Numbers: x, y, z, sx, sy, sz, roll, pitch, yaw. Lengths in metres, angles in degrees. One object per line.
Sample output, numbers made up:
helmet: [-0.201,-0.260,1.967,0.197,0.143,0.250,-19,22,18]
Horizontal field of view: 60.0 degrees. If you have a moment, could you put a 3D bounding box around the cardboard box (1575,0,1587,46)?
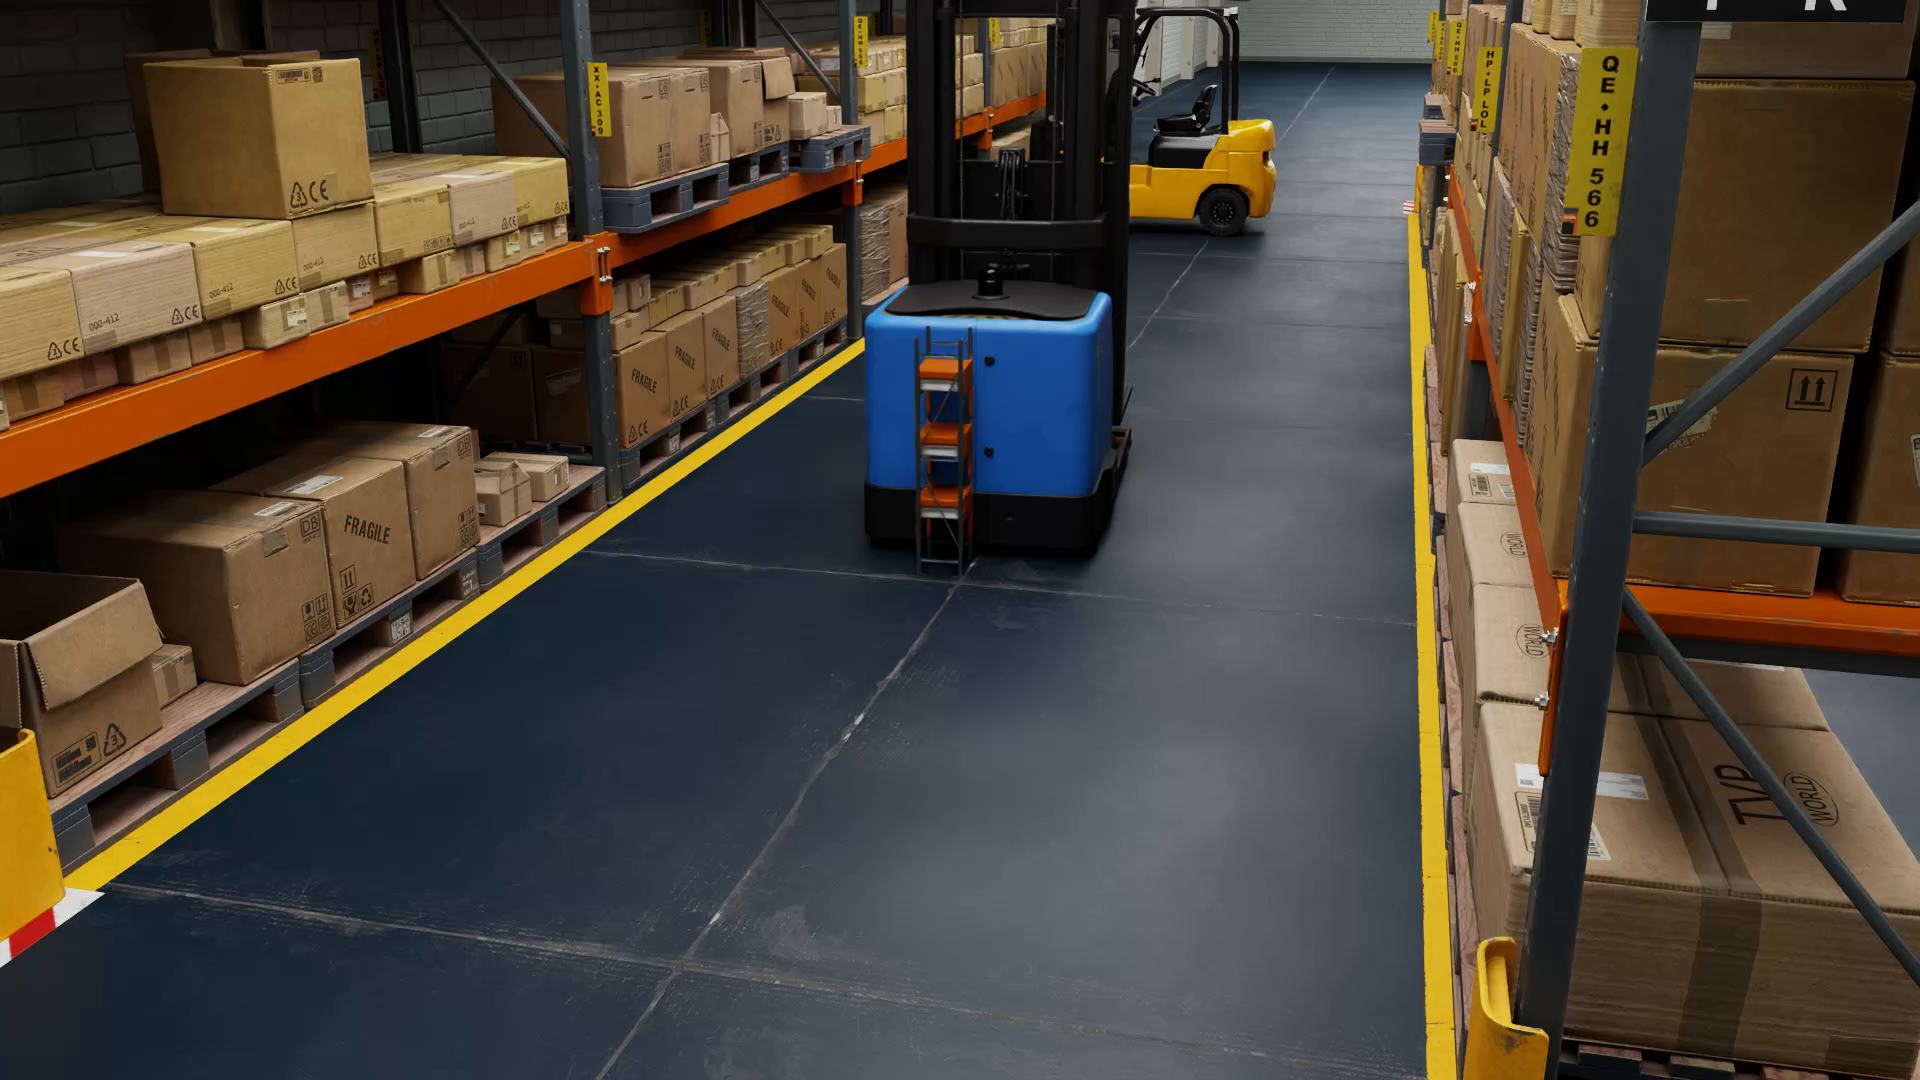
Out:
cardboard box: [1.811,-1.356,4.311,0.380,0.149,0.250,5,20,15]

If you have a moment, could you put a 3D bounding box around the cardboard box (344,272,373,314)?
cardboard box: [-2.405,-0.919,6.127,0.380,0.149,0.250,5,19,13]

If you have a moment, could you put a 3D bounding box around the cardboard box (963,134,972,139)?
cardboard box: [-0.181,-3.848,16.370,0.500,0.250,0.500,4,19,13]

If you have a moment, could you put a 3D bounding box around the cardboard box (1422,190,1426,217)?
cardboard box: [4.850,-3.346,16.447,0.500,0.250,0.500,6,20,17]

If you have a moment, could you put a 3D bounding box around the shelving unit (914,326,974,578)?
shelving unit: [-0.068,-0.377,7.166,0.215,1.050,0.252,3,19,9]

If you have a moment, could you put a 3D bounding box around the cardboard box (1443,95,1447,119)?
cardboard box: [3.602,-3.042,11.693,0.380,0.149,0.250,5,19,14]

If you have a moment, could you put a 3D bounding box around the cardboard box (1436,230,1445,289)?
cardboard box: [4.125,-2.104,12.622,0.950,0.372,0.625,5,20,15]

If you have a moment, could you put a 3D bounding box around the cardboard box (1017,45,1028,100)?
cardboard box: [0.372,-4.637,16.468,0.500,0.500,0.500,4,19,13]

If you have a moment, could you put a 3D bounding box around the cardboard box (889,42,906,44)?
cardboard box: [-0.364,-3.885,13.264,0.380,0.149,0.250,4,19,12]

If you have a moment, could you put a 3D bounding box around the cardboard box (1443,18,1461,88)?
cardboard box: [3.828,-3.547,12.166,0.500,0.500,0.500,4,19,11]

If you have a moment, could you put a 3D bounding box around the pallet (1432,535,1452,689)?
pallet: [2.375,0.302,6.476,1.003,0.211,1.213,5,19,13]

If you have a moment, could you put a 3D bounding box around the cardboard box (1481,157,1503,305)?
cardboard box: [2.268,-1.170,6.319,0.500,0.500,0.500,5,20,15]

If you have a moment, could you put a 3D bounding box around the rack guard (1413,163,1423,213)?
rack guard: [5.550,-3.804,18.051,1.175,0.500,0.348,5,19,13]

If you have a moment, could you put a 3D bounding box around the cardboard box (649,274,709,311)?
cardboard box: [-1.637,-1.391,9.334,0.380,0.149,0.250,5,19,13]

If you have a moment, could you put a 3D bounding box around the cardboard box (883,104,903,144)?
cardboard box: [-0.727,-3.100,12.355,0.500,0.250,0.500,4,19,12]

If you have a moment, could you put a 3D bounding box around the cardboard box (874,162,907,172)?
cardboard box: [-0.340,-3.058,15.025,0.875,0.625,0.625,6,20,16]

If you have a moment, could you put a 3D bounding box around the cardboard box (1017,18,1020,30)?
cardboard box: [0.372,-5.045,16.199,0.380,0.149,0.250,4,19,13]

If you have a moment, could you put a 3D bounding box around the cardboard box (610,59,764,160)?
cardboard box: [-1.524,-2.429,9.353,0.700,0.500,0.500,5,19,13]

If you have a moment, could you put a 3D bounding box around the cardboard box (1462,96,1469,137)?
cardboard box: [3.123,-2.368,9.437,0.500,0.250,0.500,5,20,15]

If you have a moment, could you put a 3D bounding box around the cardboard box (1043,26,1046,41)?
cardboard box: [0.694,-5.302,17.411,0.380,0.149,0.250,4,19,12]

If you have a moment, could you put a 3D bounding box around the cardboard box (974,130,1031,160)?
cardboard box: [0.445,-3.962,16.703,0.500,0.250,0.500,5,20,15]

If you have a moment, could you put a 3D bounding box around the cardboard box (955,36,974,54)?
cardboard box: [-0.091,-4.377,14.705,0.380,0.149,0.250,5,20,15]

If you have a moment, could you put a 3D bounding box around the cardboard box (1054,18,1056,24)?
cardboard box: [0.841,-5.688,18.081,0.380,0.149,0.250,5,19,13]

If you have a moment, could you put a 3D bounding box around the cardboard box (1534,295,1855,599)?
cardboard box: [1.520,-0.215,3.522,0.500,0.500,0.500,5,19,14]

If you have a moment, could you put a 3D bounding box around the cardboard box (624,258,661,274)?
cardboard box: [-2.001,-1.587,9.908,0.380,0.149,0.250,4,19,11]

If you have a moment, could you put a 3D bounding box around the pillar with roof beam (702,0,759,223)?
pillar with roof beam: [2.419,-5.873,10.960,9.100,9.000,0.400,5,19,13]

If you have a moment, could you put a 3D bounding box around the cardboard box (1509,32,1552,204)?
cardboard box: [2.020,-1.322,5.217,0.500,0.500,0.500,5,19,14]

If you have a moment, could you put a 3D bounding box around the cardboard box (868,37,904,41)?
cardboard box: [-0.695,-4.251,14.333,0.380,0.149,0.250,5,19,13]

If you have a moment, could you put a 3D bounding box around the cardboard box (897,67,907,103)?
cardboard box: [-0.586,-3.499,12.749,0.500,0.250,0.500,4,19,12]

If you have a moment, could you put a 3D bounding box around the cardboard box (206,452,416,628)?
cardboard box: [-2.441,-0.009,6.292,0.500,0.500,0.500,5,19,14]

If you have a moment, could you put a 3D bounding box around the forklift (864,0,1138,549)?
forklift: [0.327,-1.784,8.377,1.130,2.935,3.031,3,19,9]

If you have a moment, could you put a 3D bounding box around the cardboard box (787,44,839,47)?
cardboard box: [-1.127,-3.777,12.945,0.380,0.149,0.250,4,19,12]

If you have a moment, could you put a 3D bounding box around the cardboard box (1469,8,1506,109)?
cardboard box: [3.003,-2.571,8.873,0.500,0.500,0.500,5,20,15]

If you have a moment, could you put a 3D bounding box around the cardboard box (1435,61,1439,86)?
cardboard box: [4.821,-4.590,15.870,0.500,0.500,0.500,4,19,12]

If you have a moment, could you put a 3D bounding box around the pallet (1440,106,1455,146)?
pallet: [4.058,-3.036,12.233,1.003,0.211,1.213,5,19,13]

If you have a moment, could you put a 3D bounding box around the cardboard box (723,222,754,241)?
cardboard box: [-1.630,-2.078,11.345,0.380,0.149,0.250,6,20,16]

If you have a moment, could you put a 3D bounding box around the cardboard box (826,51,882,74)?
cardboard box: [-0.773,-3.409,11.869,0.380,0.149,0.250,5,20,15]

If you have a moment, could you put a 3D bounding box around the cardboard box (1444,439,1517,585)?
cardboard box: [2.379,-0.047,6.500,0.875,0.438,0.875,4,19,13]

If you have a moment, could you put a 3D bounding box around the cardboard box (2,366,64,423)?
cardboard box: [-2.791,-0.432,4.702,0.380,0.149,0.250,5,20,15]

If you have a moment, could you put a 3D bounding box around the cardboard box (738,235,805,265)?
cardboard box: [-1.219,-1.875,10.750,0.380,0.149,0.250,4,19,12]

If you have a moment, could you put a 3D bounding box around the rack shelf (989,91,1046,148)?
rack shelf: [0.266,-4.434,17.142,1.077,0.370,4.000,5,19,13]

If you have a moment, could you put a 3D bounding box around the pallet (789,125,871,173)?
pallet: [-1.298,-2.585,10.913,1.213,0.211,1.003,5,19,13]

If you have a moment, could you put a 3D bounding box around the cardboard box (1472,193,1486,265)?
cardboard box: [2.502,-1.339,7.199,0.500,0.250,0.500,4,19,12]

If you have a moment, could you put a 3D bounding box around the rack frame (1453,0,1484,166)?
rack frame: [3.614,-2.503,10.376,1.000,3.000,0.127,5,19,13]

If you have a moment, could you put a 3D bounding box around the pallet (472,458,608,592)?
pallet: [-2.346,-0.105,7.670,1.003,0.211,1.213,5,19,13]

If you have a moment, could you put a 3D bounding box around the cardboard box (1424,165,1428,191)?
cardboard box: [4.844,-3.704,16.335,0.500,0.500,0.500,5,19,14]

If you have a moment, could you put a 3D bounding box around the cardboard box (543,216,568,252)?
cardboard box: [-2.011,-1.402,7.539,0.380,0.149,0.250,5,19,14]

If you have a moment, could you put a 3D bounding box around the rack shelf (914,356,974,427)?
rack shelf: [-0.068,-0.635,7.078,0.215,0.259,0.240,3,19,9]

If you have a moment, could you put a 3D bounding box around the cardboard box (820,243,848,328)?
cardboard box: [-1.095,-1.760,11.418,0.500,0.500,0.500,5,20,15]

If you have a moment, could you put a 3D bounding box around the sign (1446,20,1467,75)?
sign: [3.085,-3.054,10.318,0.100,0.325,0.005,5,19,13]

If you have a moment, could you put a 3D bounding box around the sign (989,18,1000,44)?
sign: [0.306,-4.618,14.900,0.100,0.325,0.005,5,19,13]

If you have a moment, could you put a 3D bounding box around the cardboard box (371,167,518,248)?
cardboard box: [-2.174,-1.373,6.839,0.500,0.250,0.500,5,19,14]

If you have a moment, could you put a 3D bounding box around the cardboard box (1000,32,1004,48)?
cardboard box: [0.208,-4.746,15.785,0.380,0.149,0.250,5,19,13]

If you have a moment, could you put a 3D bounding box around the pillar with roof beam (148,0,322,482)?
pillar with roof beam: [0.953,-3.992,5.454,9.100,9.000,0.400,5,19,13]

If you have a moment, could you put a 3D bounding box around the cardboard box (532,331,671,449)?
cardboard box: [-1.841,-0.790,8.577,0.500,0.500,0.500,6,20,16]

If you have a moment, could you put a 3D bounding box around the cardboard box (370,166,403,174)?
cardboard box: [-2.676,-1.419,6.972,0.500,0.250,0.500,4,19,13]

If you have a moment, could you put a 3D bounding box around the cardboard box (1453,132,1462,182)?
cardboard box: [3.250,-2.299,10.009,0.500,0.250,0.500,4,19,12]
